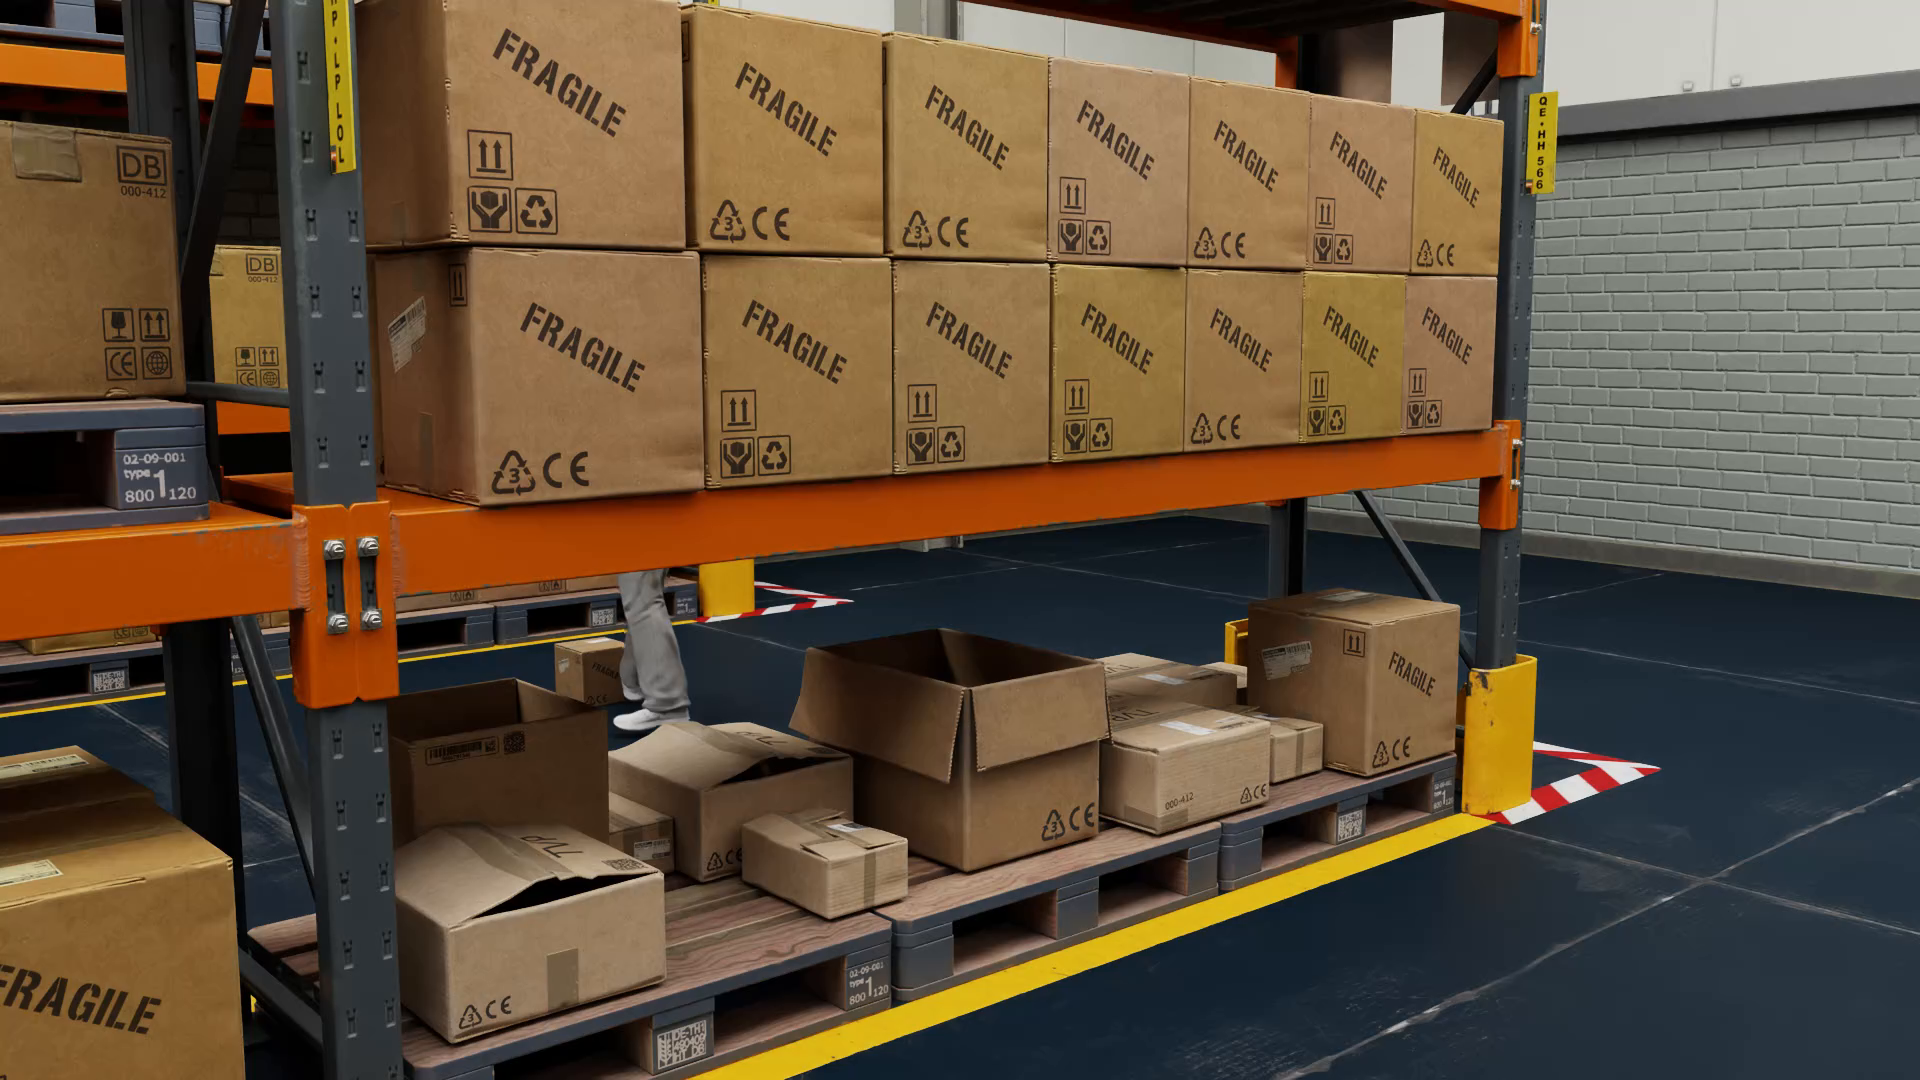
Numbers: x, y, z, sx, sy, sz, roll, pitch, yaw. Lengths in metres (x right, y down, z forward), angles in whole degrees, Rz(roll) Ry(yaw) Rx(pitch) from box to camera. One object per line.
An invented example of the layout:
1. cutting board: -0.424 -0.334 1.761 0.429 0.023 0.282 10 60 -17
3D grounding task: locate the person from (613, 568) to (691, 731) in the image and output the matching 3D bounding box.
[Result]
1. person: -1.365 -0.084 6.890 0.851 1.634 0.603 5 9 34
